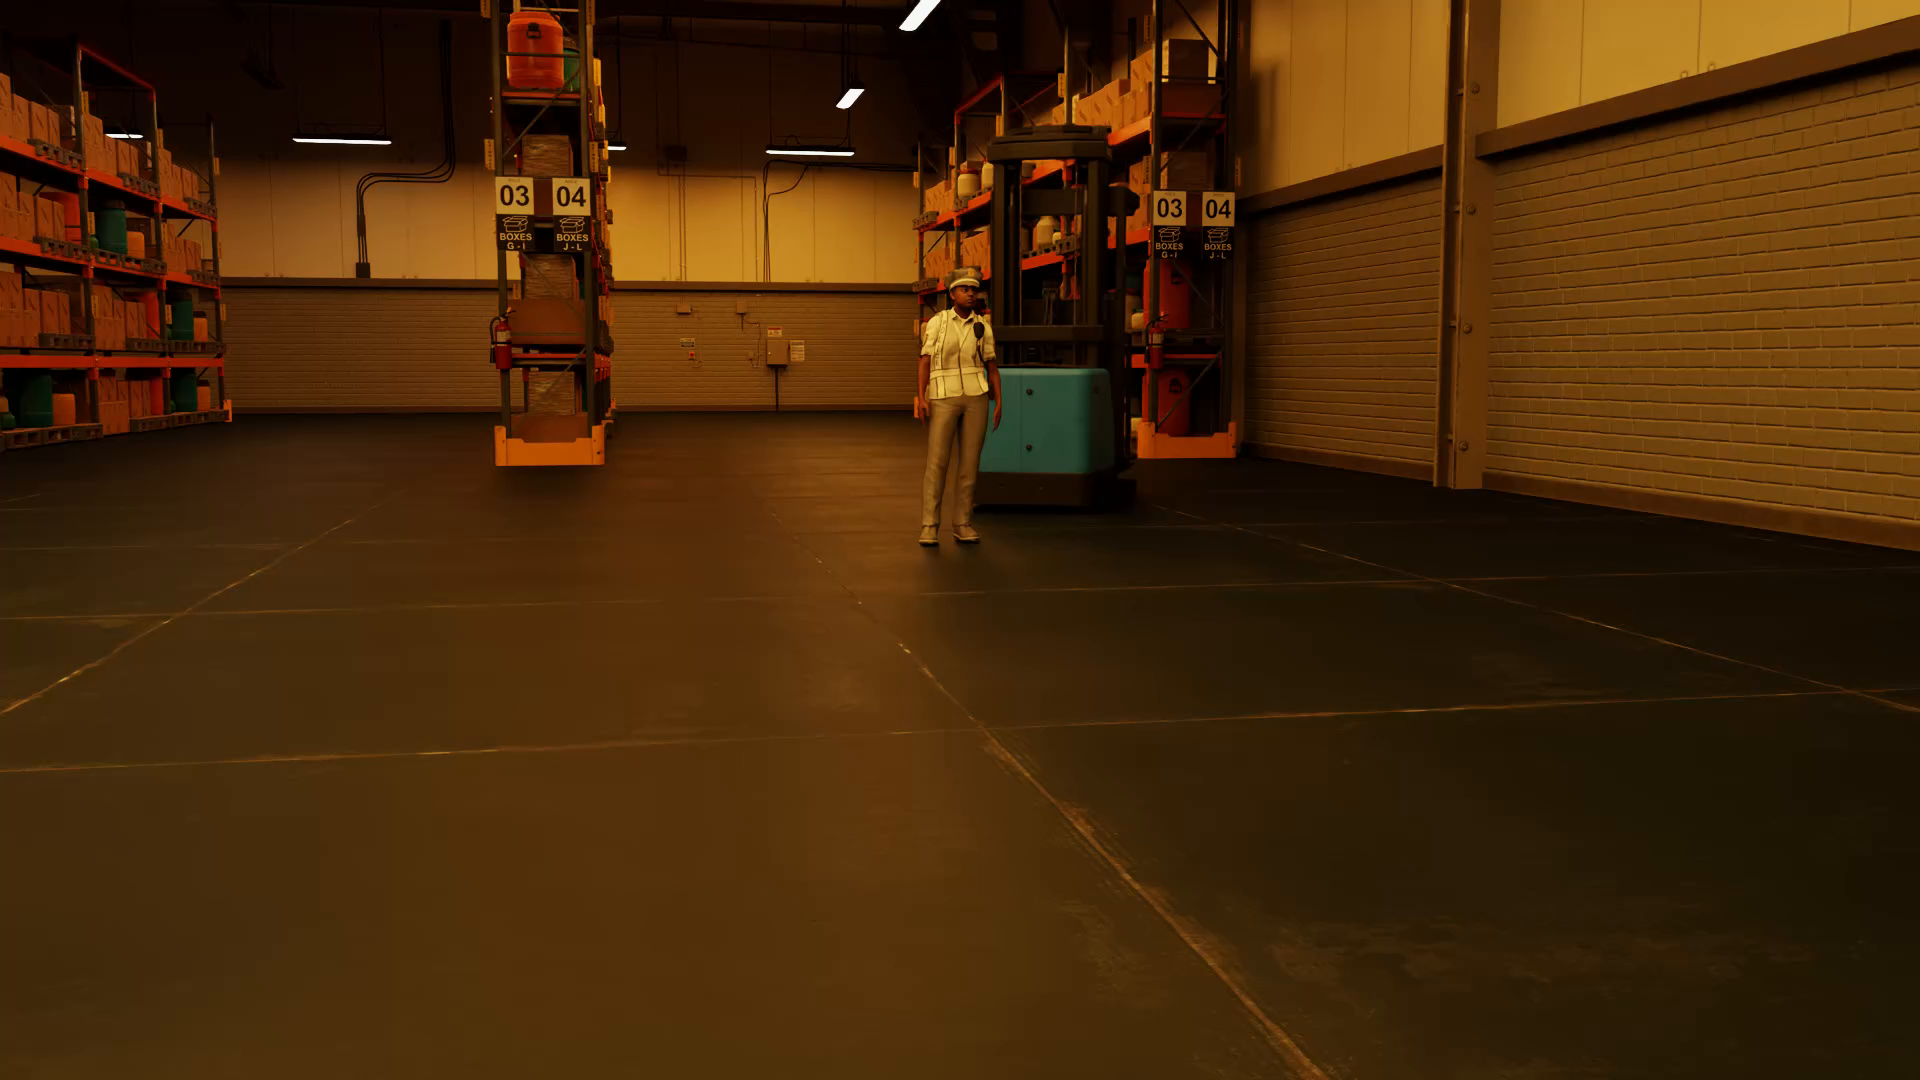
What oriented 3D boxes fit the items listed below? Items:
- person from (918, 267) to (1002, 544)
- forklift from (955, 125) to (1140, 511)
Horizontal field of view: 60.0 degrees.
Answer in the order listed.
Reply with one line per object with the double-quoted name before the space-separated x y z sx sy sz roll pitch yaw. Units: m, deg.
"person" -0.005 -0.842 10.334 0.569 1.695 0.530 -1 6 -11
"forklift" 0.848 -1.796 13.570 1.130 2.935 3.031 2 6 15
